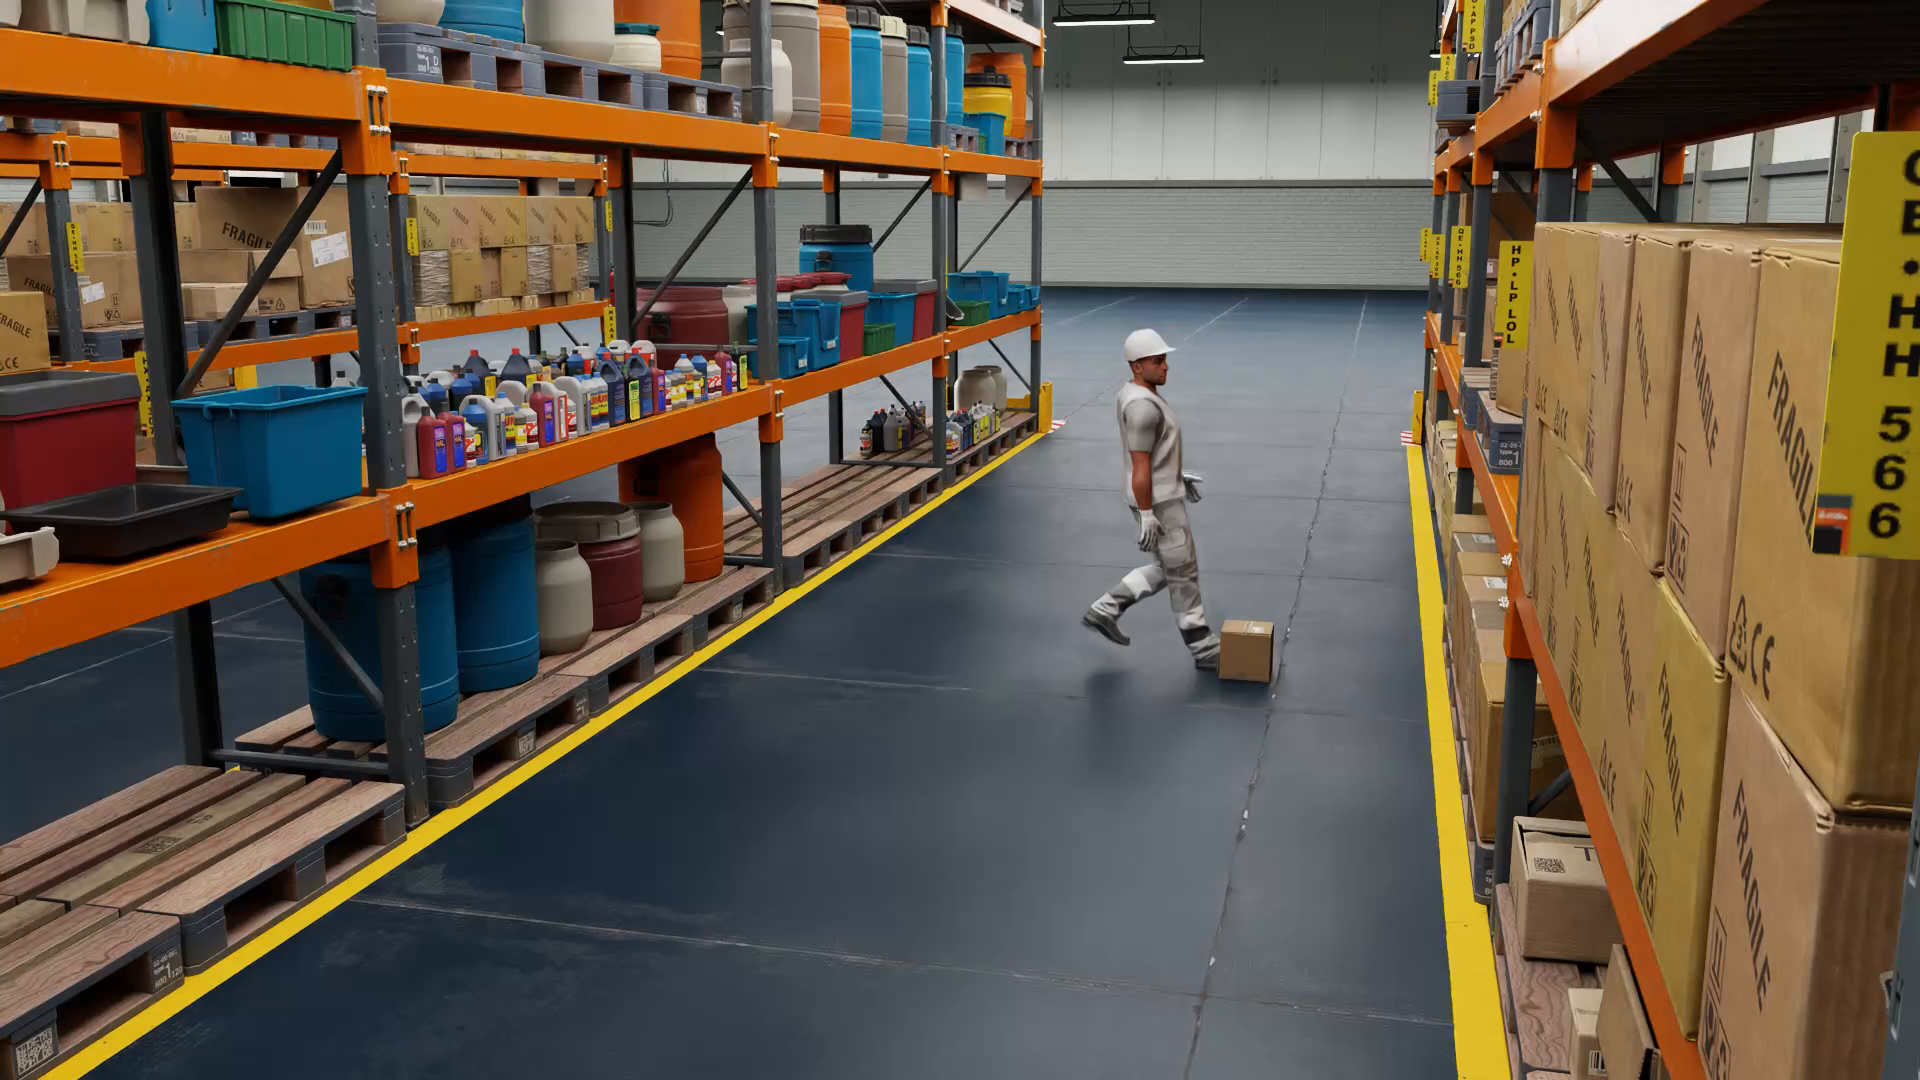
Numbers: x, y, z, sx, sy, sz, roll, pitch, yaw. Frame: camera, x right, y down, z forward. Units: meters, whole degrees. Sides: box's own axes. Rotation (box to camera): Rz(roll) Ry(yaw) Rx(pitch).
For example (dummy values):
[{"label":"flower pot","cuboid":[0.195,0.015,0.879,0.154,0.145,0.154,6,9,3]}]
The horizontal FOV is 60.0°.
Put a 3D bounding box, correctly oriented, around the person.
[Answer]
[{"label":"person","cuboid":[1.074,-0.200,8.458,0.879,1.752,0.631,0,11,2]}]
